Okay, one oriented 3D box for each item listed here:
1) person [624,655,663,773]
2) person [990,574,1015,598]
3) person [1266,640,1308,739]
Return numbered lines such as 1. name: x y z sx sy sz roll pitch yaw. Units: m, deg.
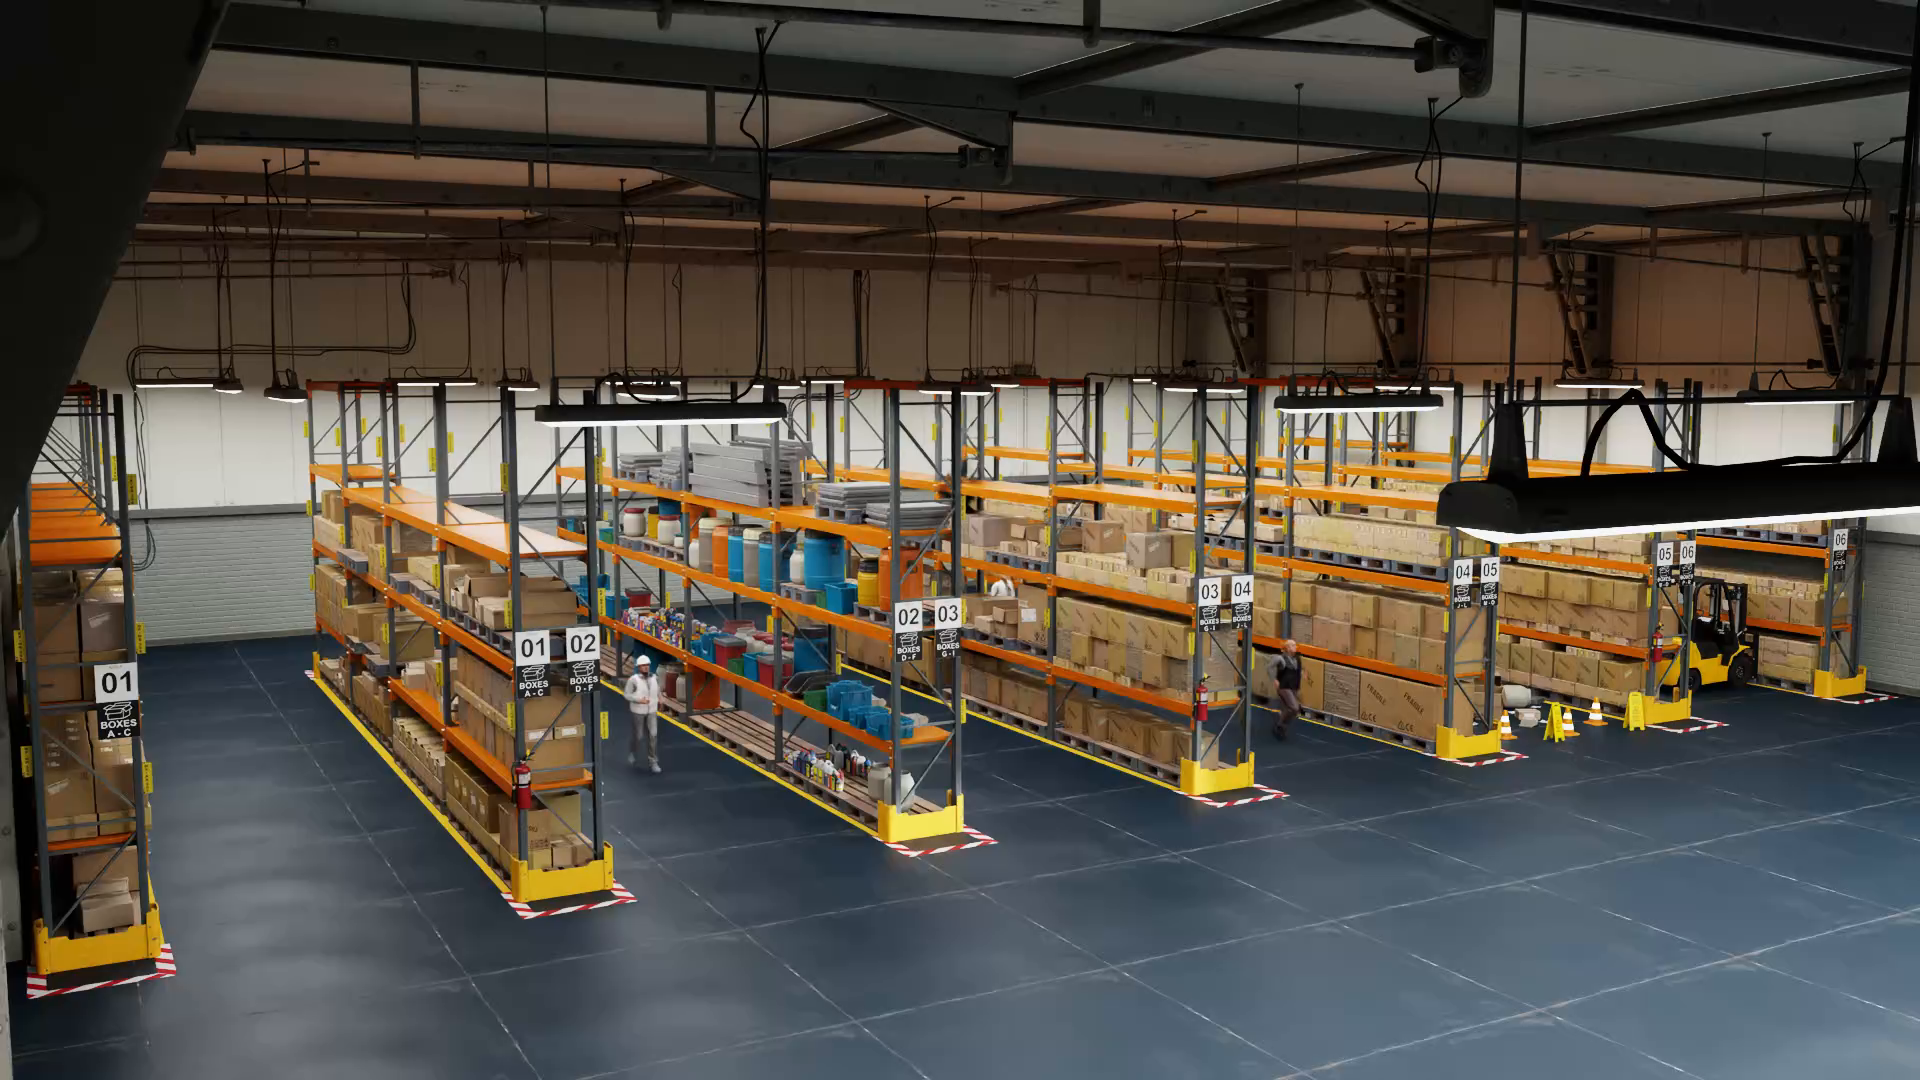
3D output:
1. person: -4.938 2.687 25.971 0.676 1.802 0.854 -4 7 -35
2. person: 1.006 1.525 37.094 0.704 1.727 0.661 -4 7 -33
3. person: 5.523 2.509 27.947 0.653 1.678 0.695 -5 8 -38
